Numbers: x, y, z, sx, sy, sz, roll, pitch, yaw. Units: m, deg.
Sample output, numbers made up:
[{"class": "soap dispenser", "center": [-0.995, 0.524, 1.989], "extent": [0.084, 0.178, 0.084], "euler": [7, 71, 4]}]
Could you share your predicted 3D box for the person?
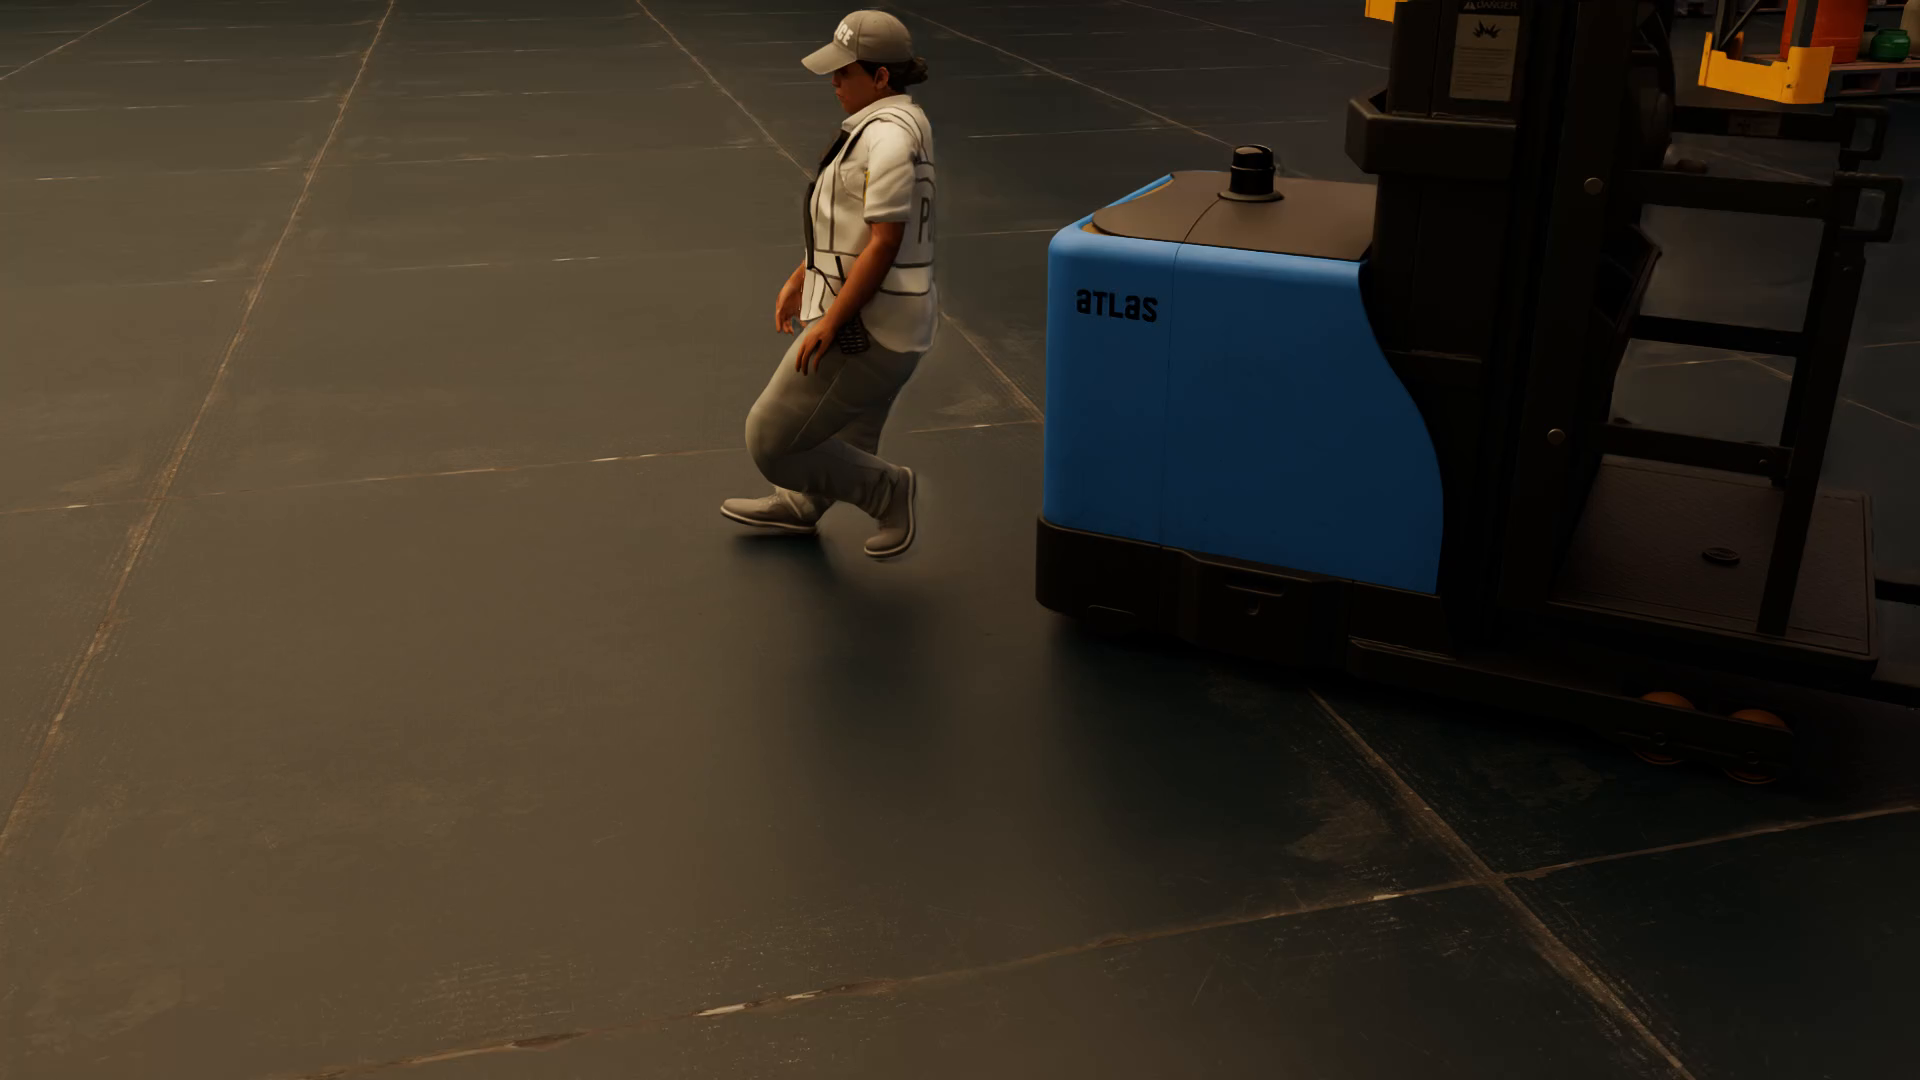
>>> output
[{"class": "person", "center": [-0.403, -0.629, 4.511], "extent": [0.693, 1.549, 0.700], "euler": [1, 23, 3]}]

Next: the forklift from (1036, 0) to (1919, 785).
[{"class": "forklift", "center": [1.760, -1.034, 3.739], "extent": [3.031, 2.935, 1.130], "euler": [11, 25, 24]}]
